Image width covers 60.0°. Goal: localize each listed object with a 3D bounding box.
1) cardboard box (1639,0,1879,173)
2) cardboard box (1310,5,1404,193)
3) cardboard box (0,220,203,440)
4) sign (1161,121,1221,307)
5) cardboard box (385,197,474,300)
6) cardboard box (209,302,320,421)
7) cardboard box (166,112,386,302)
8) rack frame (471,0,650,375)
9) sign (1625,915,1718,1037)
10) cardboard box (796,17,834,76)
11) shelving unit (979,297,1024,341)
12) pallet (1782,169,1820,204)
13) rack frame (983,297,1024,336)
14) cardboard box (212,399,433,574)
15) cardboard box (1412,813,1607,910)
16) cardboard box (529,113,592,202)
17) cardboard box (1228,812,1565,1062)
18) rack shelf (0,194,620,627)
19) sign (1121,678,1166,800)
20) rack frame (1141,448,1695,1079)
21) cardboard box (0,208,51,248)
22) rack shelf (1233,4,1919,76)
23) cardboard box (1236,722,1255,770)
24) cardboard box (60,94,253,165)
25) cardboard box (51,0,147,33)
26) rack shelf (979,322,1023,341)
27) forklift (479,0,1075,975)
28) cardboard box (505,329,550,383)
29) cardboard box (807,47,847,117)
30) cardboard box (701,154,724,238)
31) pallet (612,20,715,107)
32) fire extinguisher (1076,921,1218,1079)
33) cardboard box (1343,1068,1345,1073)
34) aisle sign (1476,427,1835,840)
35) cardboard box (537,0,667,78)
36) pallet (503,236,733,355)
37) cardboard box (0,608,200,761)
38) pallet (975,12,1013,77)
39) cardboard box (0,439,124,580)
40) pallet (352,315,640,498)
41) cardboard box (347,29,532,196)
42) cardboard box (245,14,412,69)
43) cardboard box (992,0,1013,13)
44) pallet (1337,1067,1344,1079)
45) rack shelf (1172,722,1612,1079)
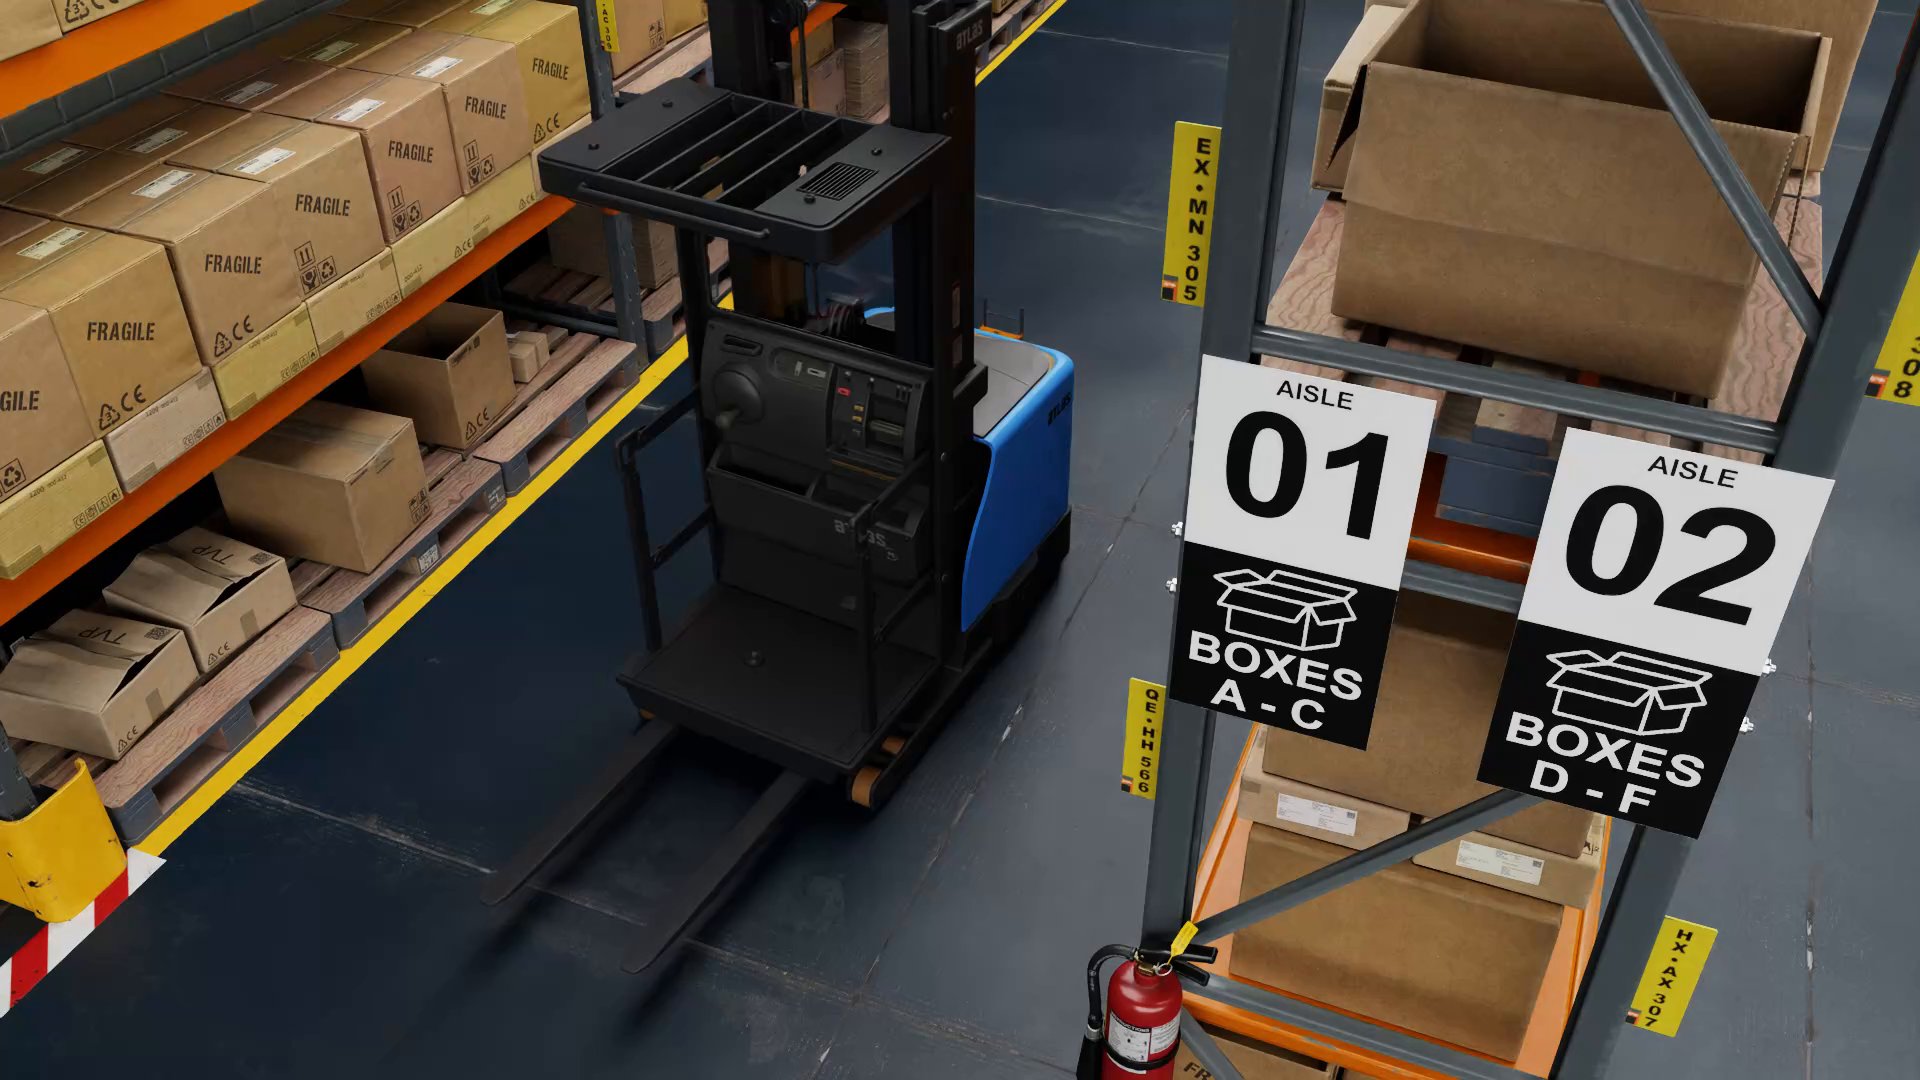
[{"bbox_3d":[1.779,-1.207,3.803,0.500,0.500,0.500,14,39,18],"label":"cardboard box"},{"bbox_3d":[1.088,-0.948,3.664,0.500,0.250,0.500,14,39,18],"label":"cardboard box"},{"bbox_3d":[-3.032,-0.726,5.698,0.500,0.500,0.500,14,39,18],"label":"cardboard box"},{"bbox_3d":[0.397,-0.540,2.788,0.100,0.325,0.005,14,39,18],"label":"sign"},{"bbox_3d":[-2.441,-1.286,7.074,0.500,0.250,0.500,14,39,17],"label":"cardboard box"},{"bbox_3d":[-2.826,-0.728,6.327,0.500,0.250,0.500,13,39,17],"label":"cardboard box"},{"bbox_3d":[-2.644,-1.299,6.465,0.500,0.500,0.500,15,39,19],"label":"cardboard box"},{"bbox_3d":[-2.167,-2.225,8.222,1.000,3.000,0.127,14,39,18],"label":"rack frame"},{"bbox_3d":[1.405,0.867,3.295,0.100,0.325,0.005,14,39,18],"label":"sign"},{"bbox_3d":[-1.145,-3.203,10.624,0.500,0.250,0.500,15,39,19],"label":"cardboard box"},{"bbox_3d":[0.135,-0.572,7.639,0.215,1.050,0.252,18,40,22],"label":"shelving unit"},{"bbox_3d":[1.650,-1.114,4.303,1.003,0.211,1.213,14,39,18],"label":"pallet"},{"bbox_3d":[0.193,-0.637,7.725,0.200,1.050,0.008,18,40,22],"label":"rack frame"},{"bbox_3d":[-2.800,-0.259,7.311,0.700,0.500,0.500,11,38,15],"label":"cardboard box"},{"bbox_3d":[1.242,0.648,3.753,0.380,0.149,0.250,14,39,17],"label":"cardboard box"},{"bbox_3d":[-2.067,-1.842,7.817,0.500,0.250,0.500,14,39,18],"label":"cardboard box"},{"bbox_3d":[1.083,0.820,4.064,0.700,0.500,0.500,14,39,18],"label":"cardboard box"},{"bbox_3d":[-2.928,-0.830,6.956,1.077,0.370,4.000,14,39,18],"label":"rack shelf"},{"bbox_3d":[0.397,0.426,3.510,0.100,0.325,0.005,14,39,18],"label":"sign"},{"bbox_3d":[0.894,1.116,3.752,1.000,3.000,0.127,14,39,18],"label":"rack frame"},{"bbox_3d":[-3.505,-0.845,5.857,0.500,0.500,0.500,14,39,18],"label":"cardboard box"},{"bbox_3d":[1.655,-1.946,3.772,1.077,0.370,4.000,14,39,18],"label":"rack shelf"},{"bbox_3d":[1.190,0.827,5.458,0.500,0.500,0.500,14,39,18],"label":"cardboard box"},{"bbox_3d":[-3.121,-1.411,6.614,0.500,0.500,0.500,14,39,18],"label":"cardboard box"},{"bbox_3d":[-2.899,-1.966,5.269,0.500,0.500,0.500,16,40,20],"label":"cardboard box"},{"bbox_3d":[0.135,-0.791,7.475,0.215,0.259,0.240,18,40,22],"label":"rack shelf"},{"bbox_3d":[-0.646,-0.459,5.916,1.130,2.935,3.031,18,40,22],"label":"forklift"},{"bbox_3d":[-2.342,-0.964,8.533,0.380,0.166,0.250,9,38,12],"label":"cardboard box"},{"bbox_3d":[-1.174,-2.946,10.906,0.700,0.500,0.500,14,39,18],"label":"cardboard box"},{"bbox_3d":[-1.752,-2.109,9.787,0.700,0.500,0.500,13,39,17],"label":"cardboard box"},{"bbox_3d":[-1.741,-2.538,8.801,1.003,0.211,1.213,14,39,18],"label":"pallet"},{"bbox_3d":[0.419,1.106,3.829,0.296,0.674,0.183,14,39,18],"label":"fire extinguisher"},{"bbox_3d":[1.490,1.525,5.150,0.500,0.250,0.500,14,39,18],"label":"cardboard box"},{"bbox_3d":[1.152,0.181,2.831,0.394,0.787,0.004,14,39,18],"label":"aisle sign"},{"bbox_3d":[-1.942,-2.716,8.427,0.700,0.500,0.500,14,39,18],"label":"cardboard box"},{"bbox_3d":[-1.872,-1.540,9.634,1.003,0.211,1.213,14,39,18],"label":"pallet"},{"bbox_3d":[-3.342,0.528,6.417,0.500,0.311,0.500,10,38,13],"label":"cardboard box"},{"bbox_3d":[-0.275,-3.742,12.580,1.003,0.211,1.213,14,39,18],"label":"pallet"},{"bbox_3d":[-3.209,-0.156,5.562,0.500,0.250,0.500,13,39,16],"label":"cardboard box"},{"bbox_3d":[-2.390,-0.728,8.548,1.003,0.211,1.213,14,39,18],"label":"pallet"},{"bbox_3d":[-2.245,-1.864,7.220,0.500,0.500,0.500,14,39,17],"label":"cardboard box"},{"bbox_3d":[-2.739,-1.975,7.370,0.500,0.500,0.500,14,39,17],"label":"cardboard box"},{"bbox_3d":[0.096,-4.608,12.854,0.750,0.750,0.750,14,39,18],"label":"cardboard box"},{"bbox_3d":[1.146,1.800,5.166,1.003,0.211,1.213,14,39,18],"label":"pallet"},{"bbox_3d":[1.655,0.297,5.449,1.077,0.370,4.000,14,39,18],"label":"rack shelf"}]
